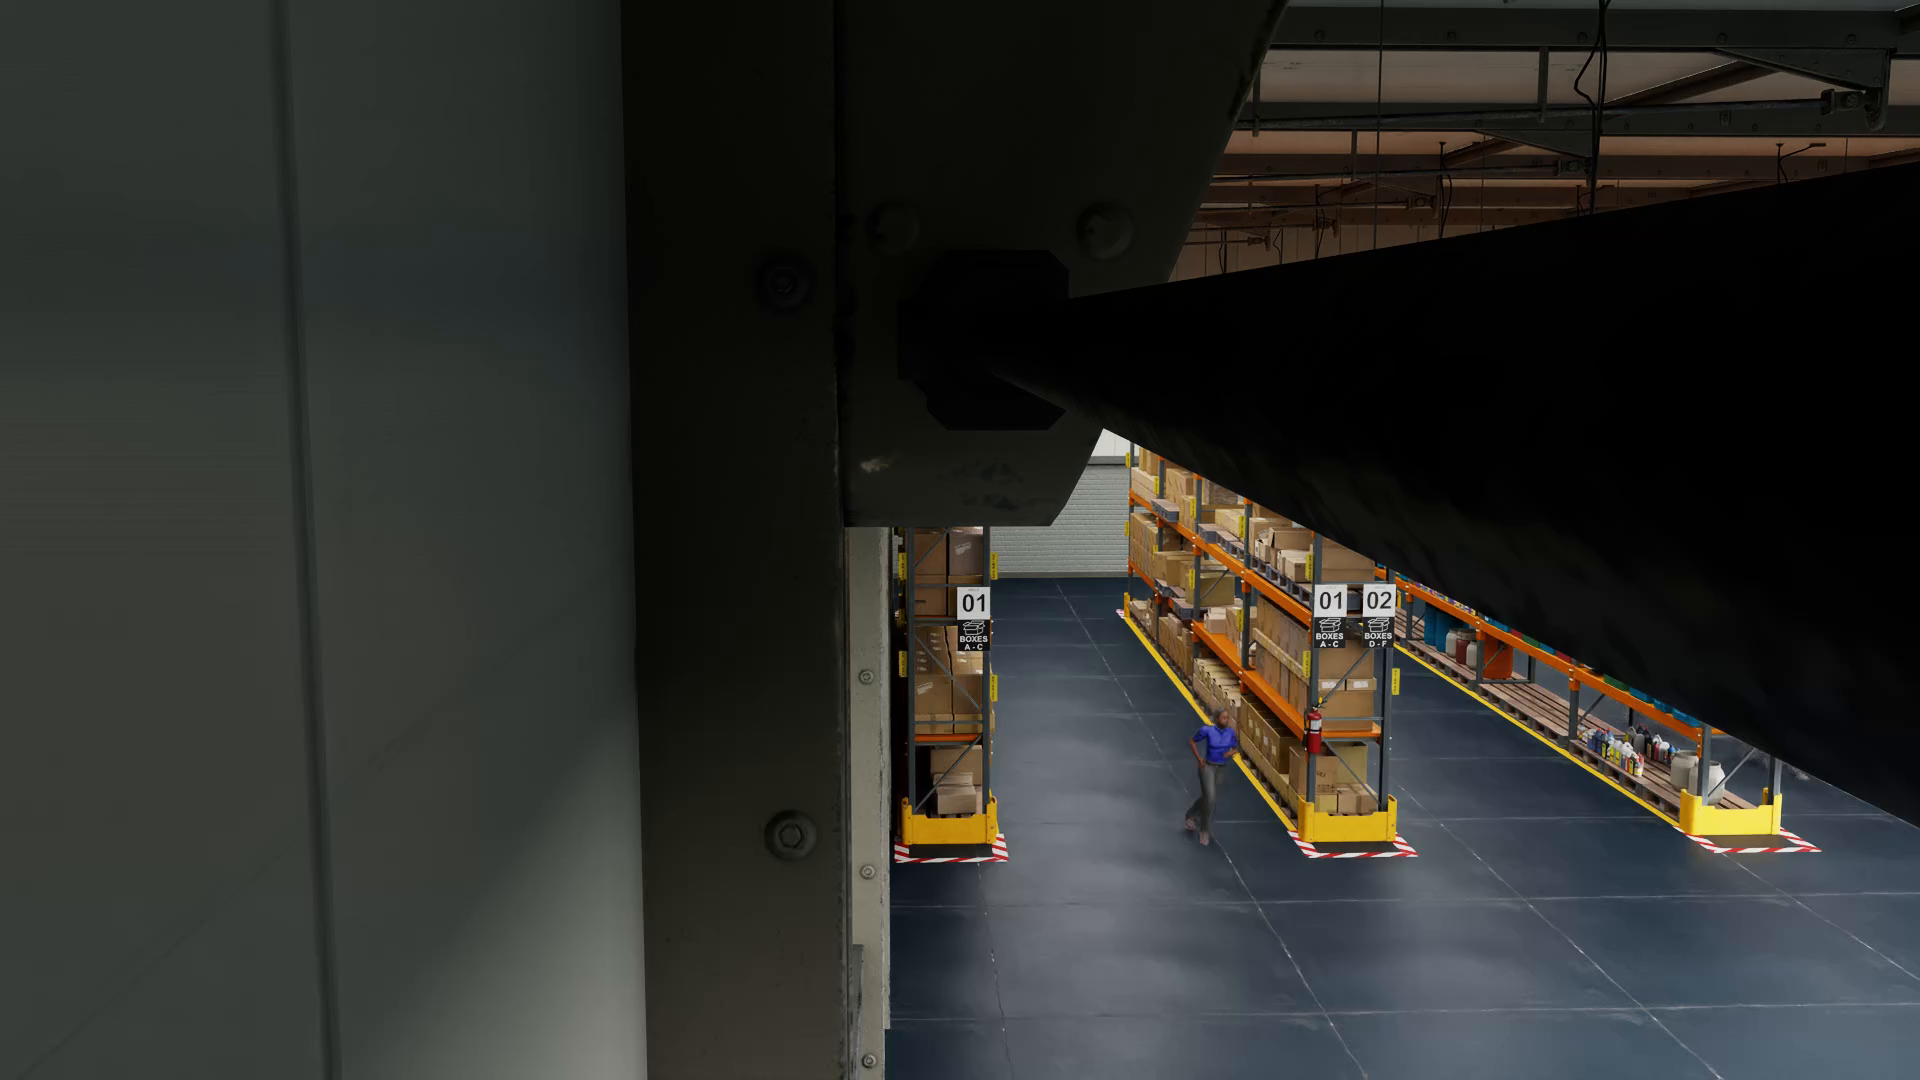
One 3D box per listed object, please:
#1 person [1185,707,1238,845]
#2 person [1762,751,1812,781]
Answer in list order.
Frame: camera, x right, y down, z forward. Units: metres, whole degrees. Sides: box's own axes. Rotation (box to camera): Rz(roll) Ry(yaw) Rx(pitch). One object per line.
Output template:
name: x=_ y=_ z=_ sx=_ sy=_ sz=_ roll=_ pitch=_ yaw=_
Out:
person: x=3.138 y=2.906 z=20.745 sx=0.638 sy=1.692 sz=0.718 roll=-3 pitch=8 yaw=-24
person: x=11.761 y=2.493 z=23.670 sx=0.663 sy=1.732 sz=1.029 roll=-2 pitch=8 yaw=-18
